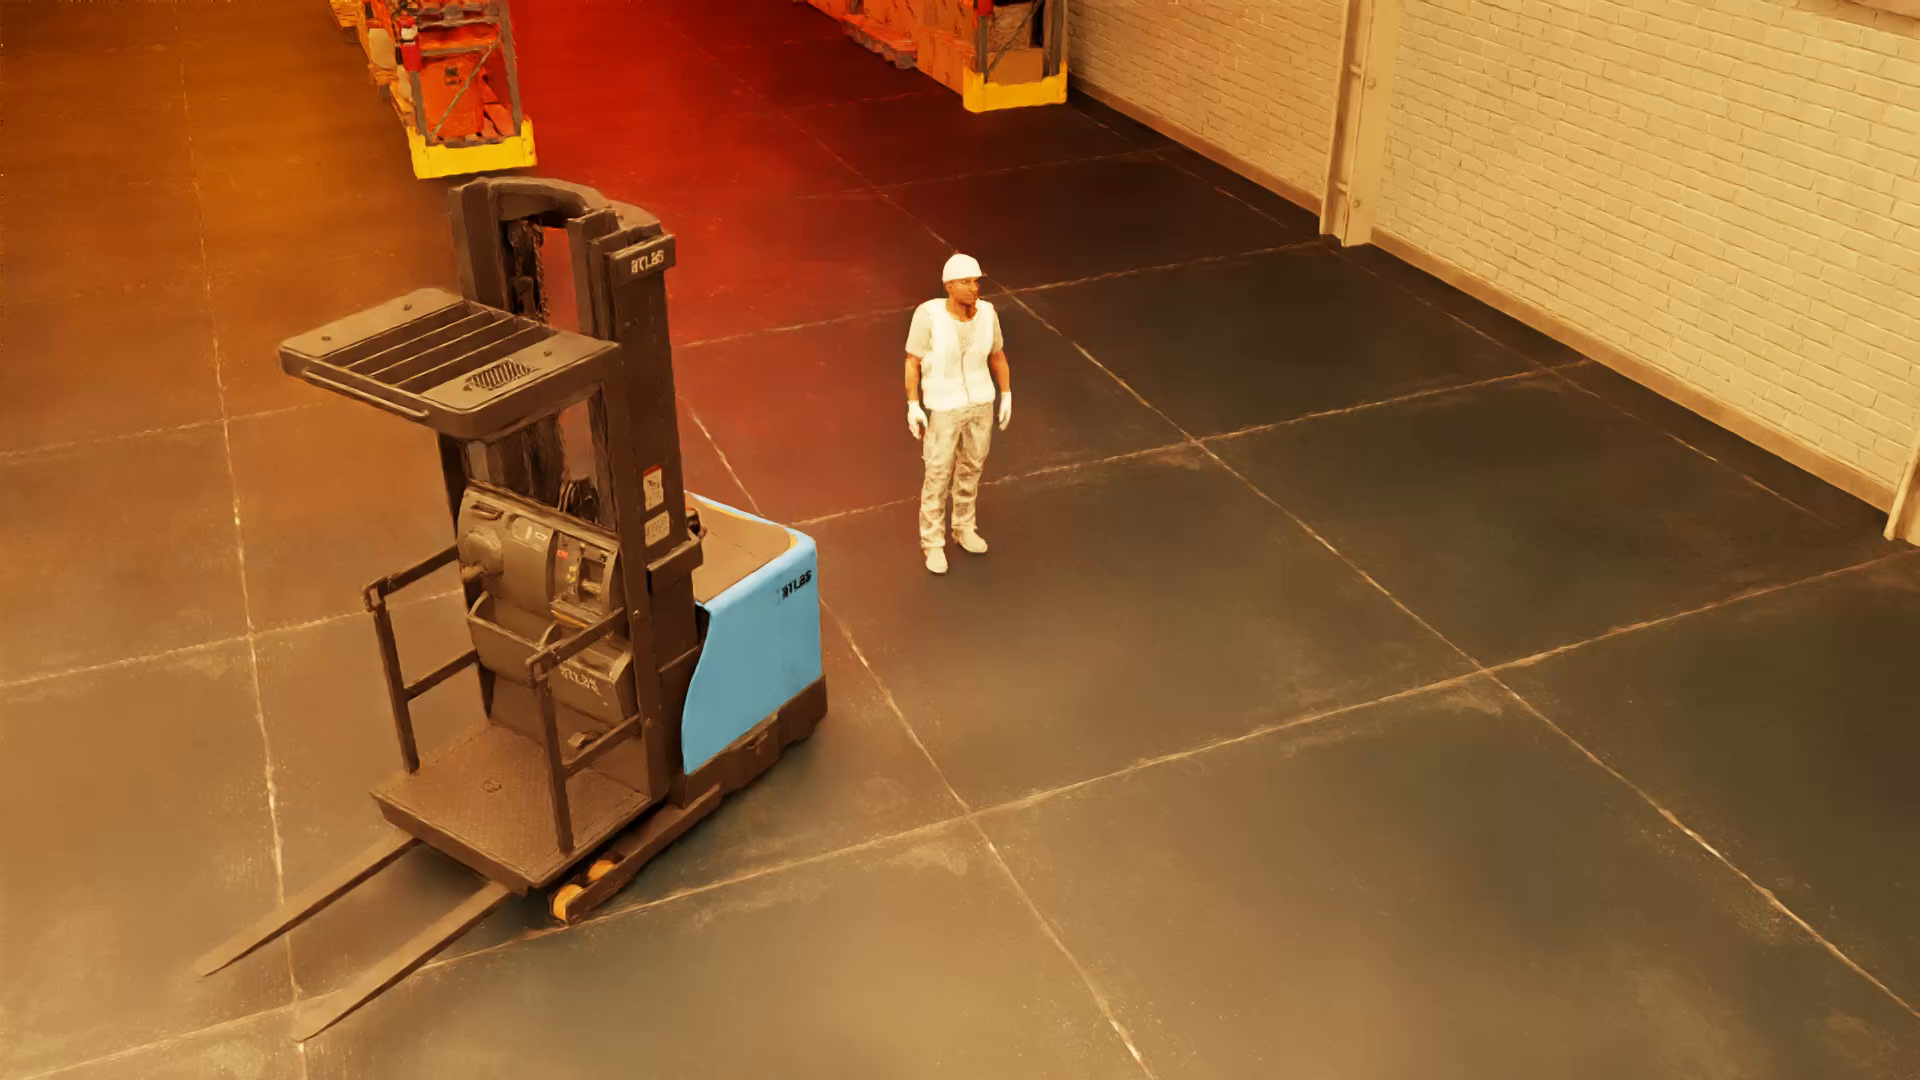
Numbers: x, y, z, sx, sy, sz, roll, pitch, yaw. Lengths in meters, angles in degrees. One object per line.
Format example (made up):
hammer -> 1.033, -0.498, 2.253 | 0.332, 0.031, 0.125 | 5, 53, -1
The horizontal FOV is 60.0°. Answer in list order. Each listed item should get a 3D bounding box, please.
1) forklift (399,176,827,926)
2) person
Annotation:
forklift -> -1.921, 0.111, 6.927 | 1.130, 2.935, 3.031 | 19, 35, 30
person -> 0.022, -0.695, 9.596 | 0.655, 1.665, 0.576 | -12, 32, -20
